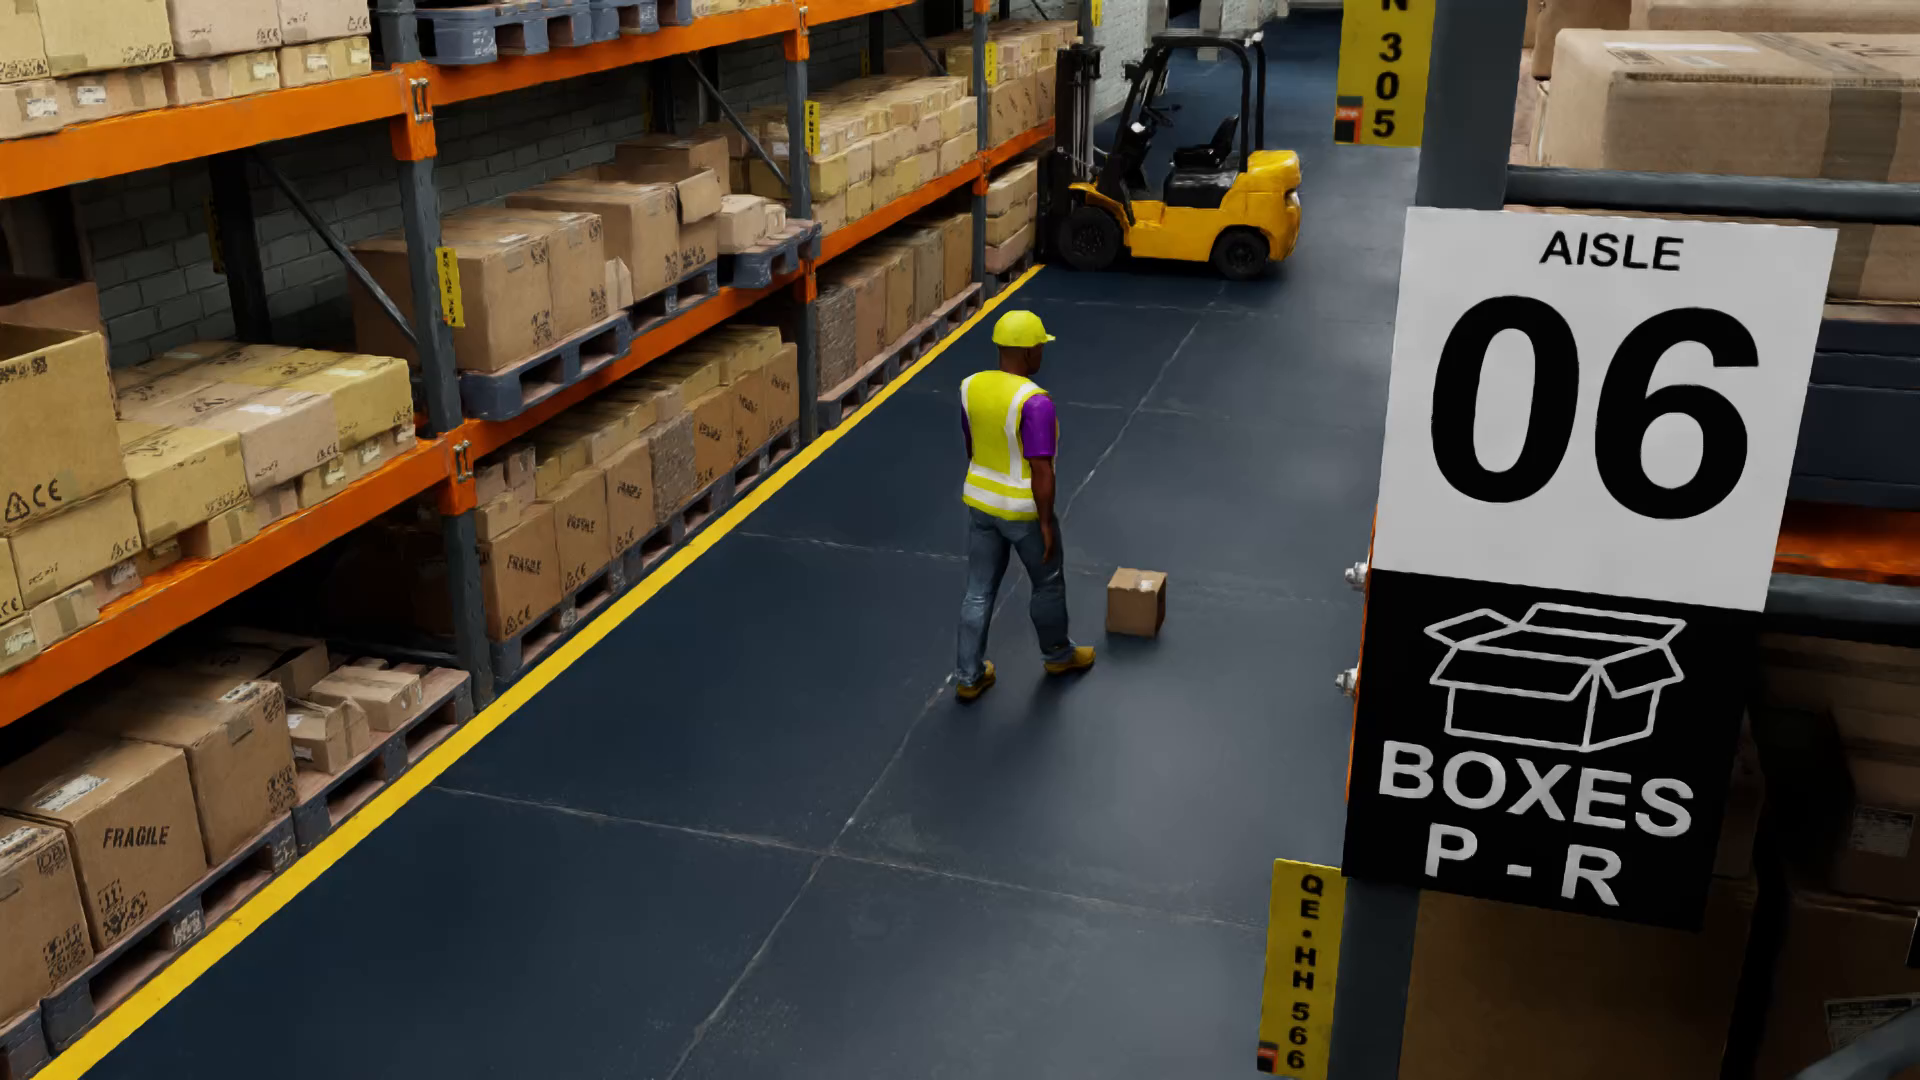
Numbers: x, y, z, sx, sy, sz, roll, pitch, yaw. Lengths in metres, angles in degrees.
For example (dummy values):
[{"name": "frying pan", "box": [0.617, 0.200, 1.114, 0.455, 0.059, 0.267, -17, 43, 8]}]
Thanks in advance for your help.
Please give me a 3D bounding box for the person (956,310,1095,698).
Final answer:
[{"name": "person", "box": [0.294, -0.179, 7.454, 0.623, 1.746, 0.765, 17, 27, 36]}]
